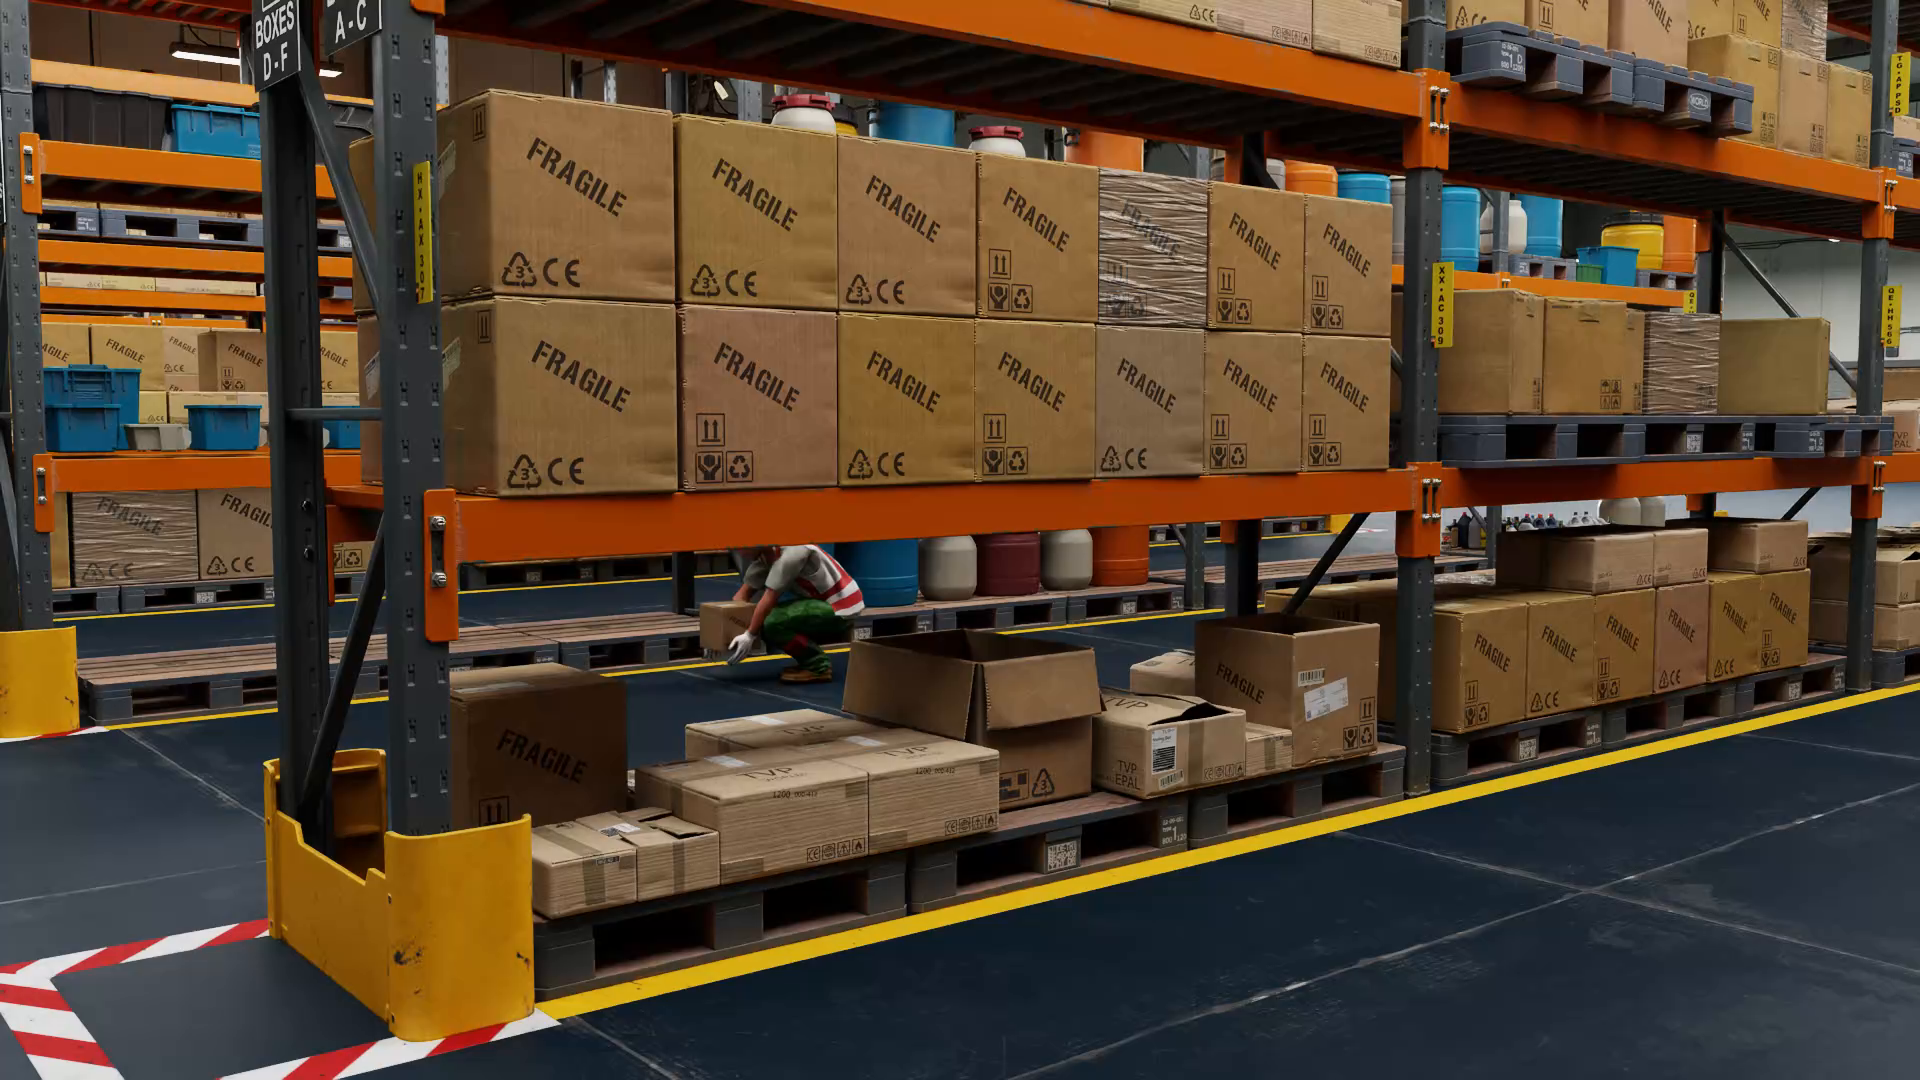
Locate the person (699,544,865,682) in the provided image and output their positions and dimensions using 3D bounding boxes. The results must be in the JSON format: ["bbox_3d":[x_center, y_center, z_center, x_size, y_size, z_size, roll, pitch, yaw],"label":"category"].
[{"bbox_3d":[-1.009,0.314,9.467,0.929,0.995,0.554,-1,4,-15],"label":"person"}]
